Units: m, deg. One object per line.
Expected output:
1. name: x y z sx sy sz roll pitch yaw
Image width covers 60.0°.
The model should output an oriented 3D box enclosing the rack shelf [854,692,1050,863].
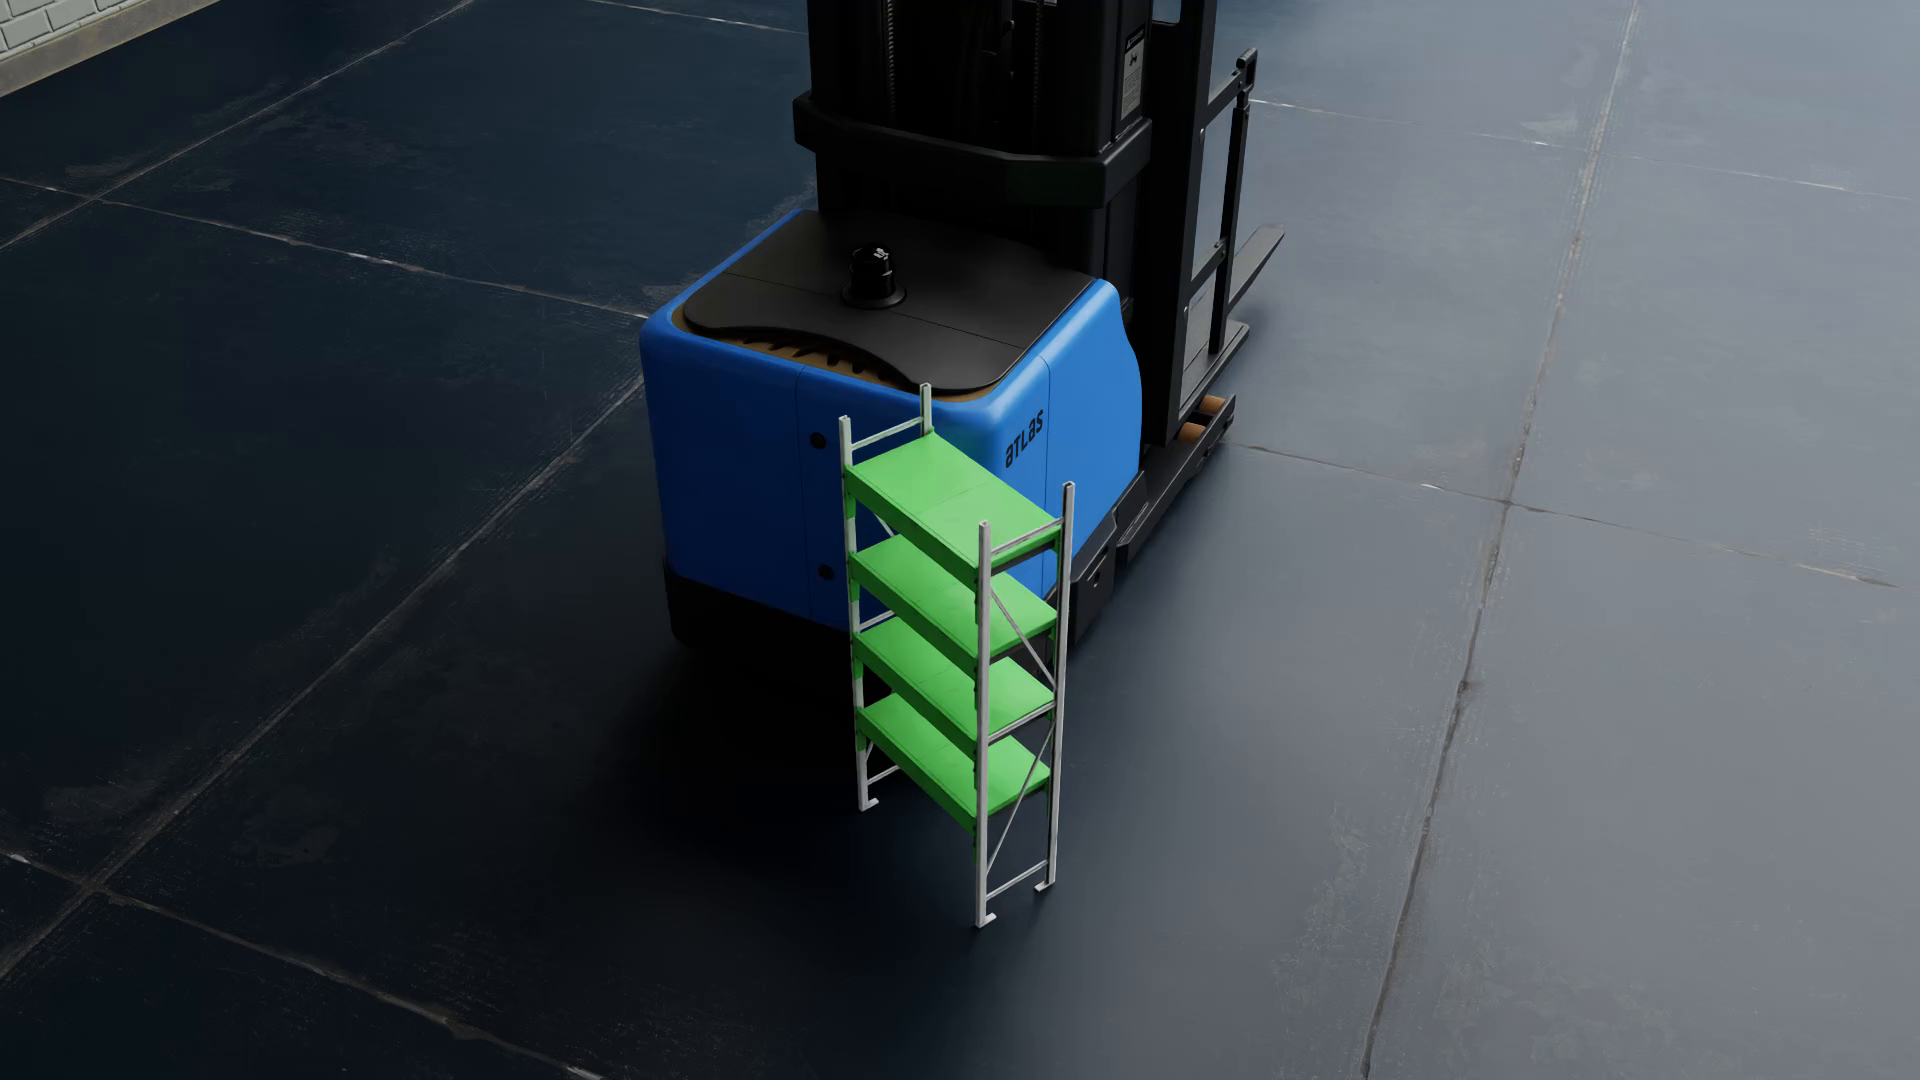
1. rack shelf: -0.014 0.535 4.040 0.258 0.148 0.480 -25 43 -29

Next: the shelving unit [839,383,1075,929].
1. shelving unit: -0.014 0.292 3.858 0.258 1.200 0.503 -25 43 -29

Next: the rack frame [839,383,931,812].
1. rack frame: -0.164 0.176 4.012 0.240 1.200 0.015 -25 43 -29

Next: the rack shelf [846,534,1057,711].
1. rack shelf: -0.014 0.151 3.752 0.258 0.148 0.480 -25 43 -29

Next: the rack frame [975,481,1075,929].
1. rack frame: 0.136 0.407 3.703 0.240 1.200 0.015 -25 43 -29

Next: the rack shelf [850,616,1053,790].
1. rack shelf: -0.014 0.343 3.896 0.258 0.148 0.480 -25 43 -29

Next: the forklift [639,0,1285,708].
1. forklift: 0.286 -1.509 4.821 1.130 2.935 3.031 17 40 21

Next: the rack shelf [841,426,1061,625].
1. rack shelf: -0.014 -0.042 3.609 0.258 0.148 0.480 -25 43 -29
